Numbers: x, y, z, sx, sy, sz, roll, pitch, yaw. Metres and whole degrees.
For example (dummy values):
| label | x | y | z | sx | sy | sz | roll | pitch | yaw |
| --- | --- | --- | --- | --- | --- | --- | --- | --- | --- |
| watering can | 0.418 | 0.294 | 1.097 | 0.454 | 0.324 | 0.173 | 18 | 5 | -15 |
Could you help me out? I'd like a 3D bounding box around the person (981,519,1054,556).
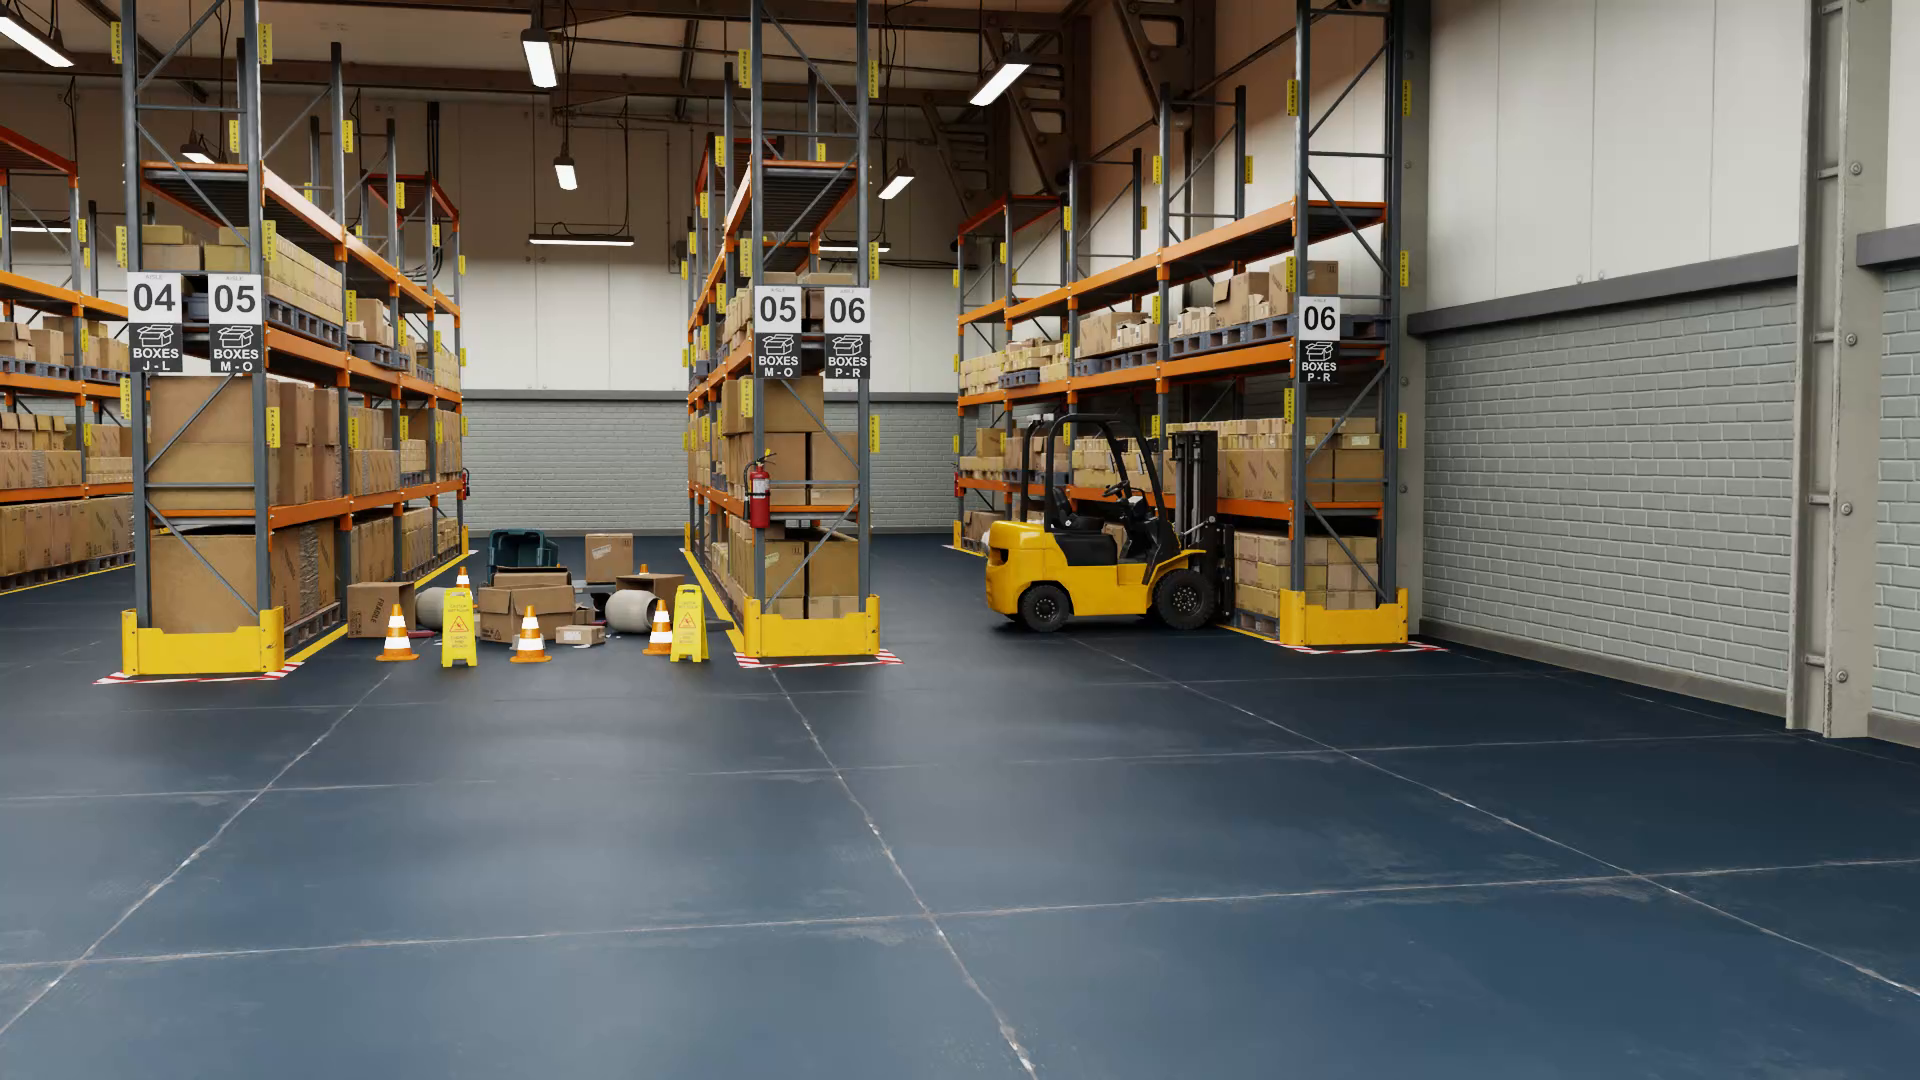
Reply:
| label | x | y | z | sx | sy | sz | roll | pitch | yaw |
| --- | --- | --- | --- | --- | --- | --- | --- | --- | --- |
| person | 0.749 | 0.243 | 19.644 | 0.991 | 0.997 | 0.505 | -1 | 3 | -14 |
